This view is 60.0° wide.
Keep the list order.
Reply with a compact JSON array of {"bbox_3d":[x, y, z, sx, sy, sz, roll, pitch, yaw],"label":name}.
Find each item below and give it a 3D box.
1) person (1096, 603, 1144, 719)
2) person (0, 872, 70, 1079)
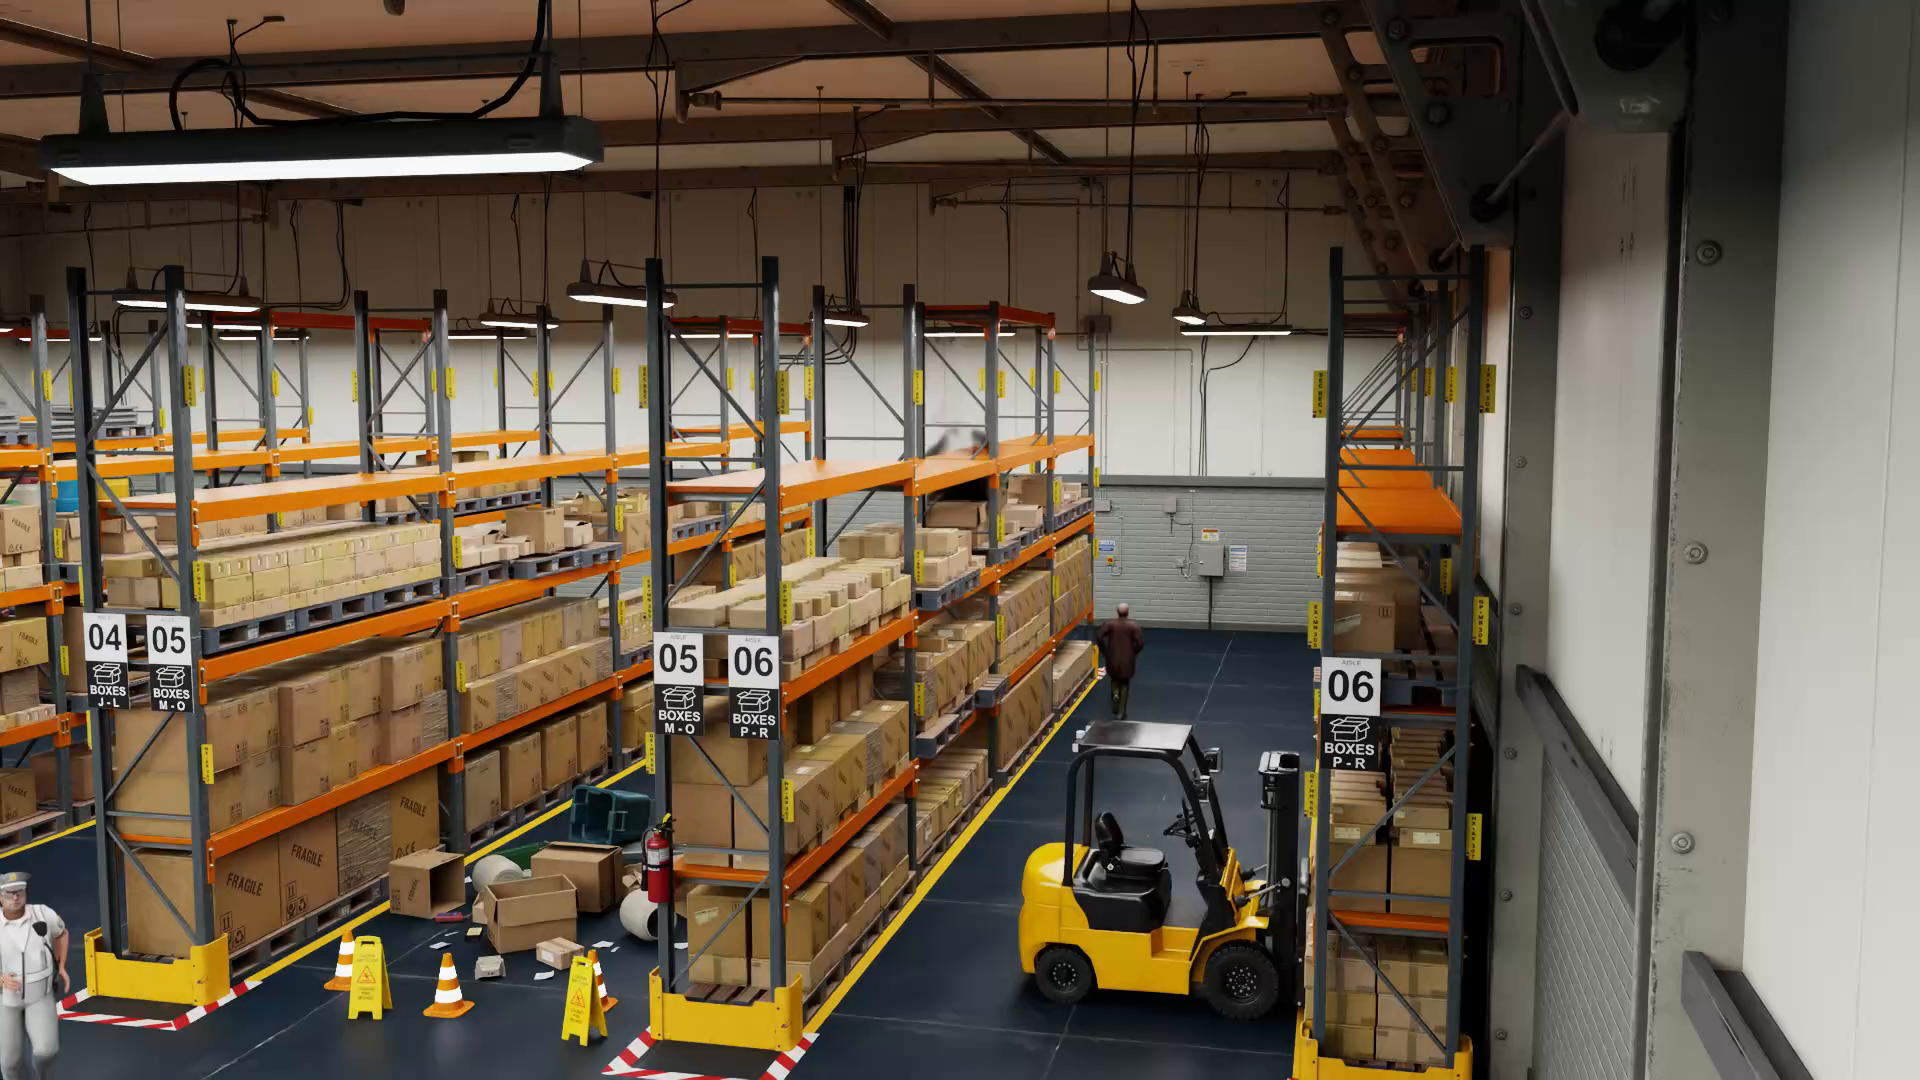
[{"bbox_3d":[2.408,1.793,24.863,0.707,1.740,0.566,1,6,14],"label":"person"},{"bbox_3d":[-6.454,3.138,11.455,0.651,1.743,0.607,-4,7,-36],"label":"person"}]
